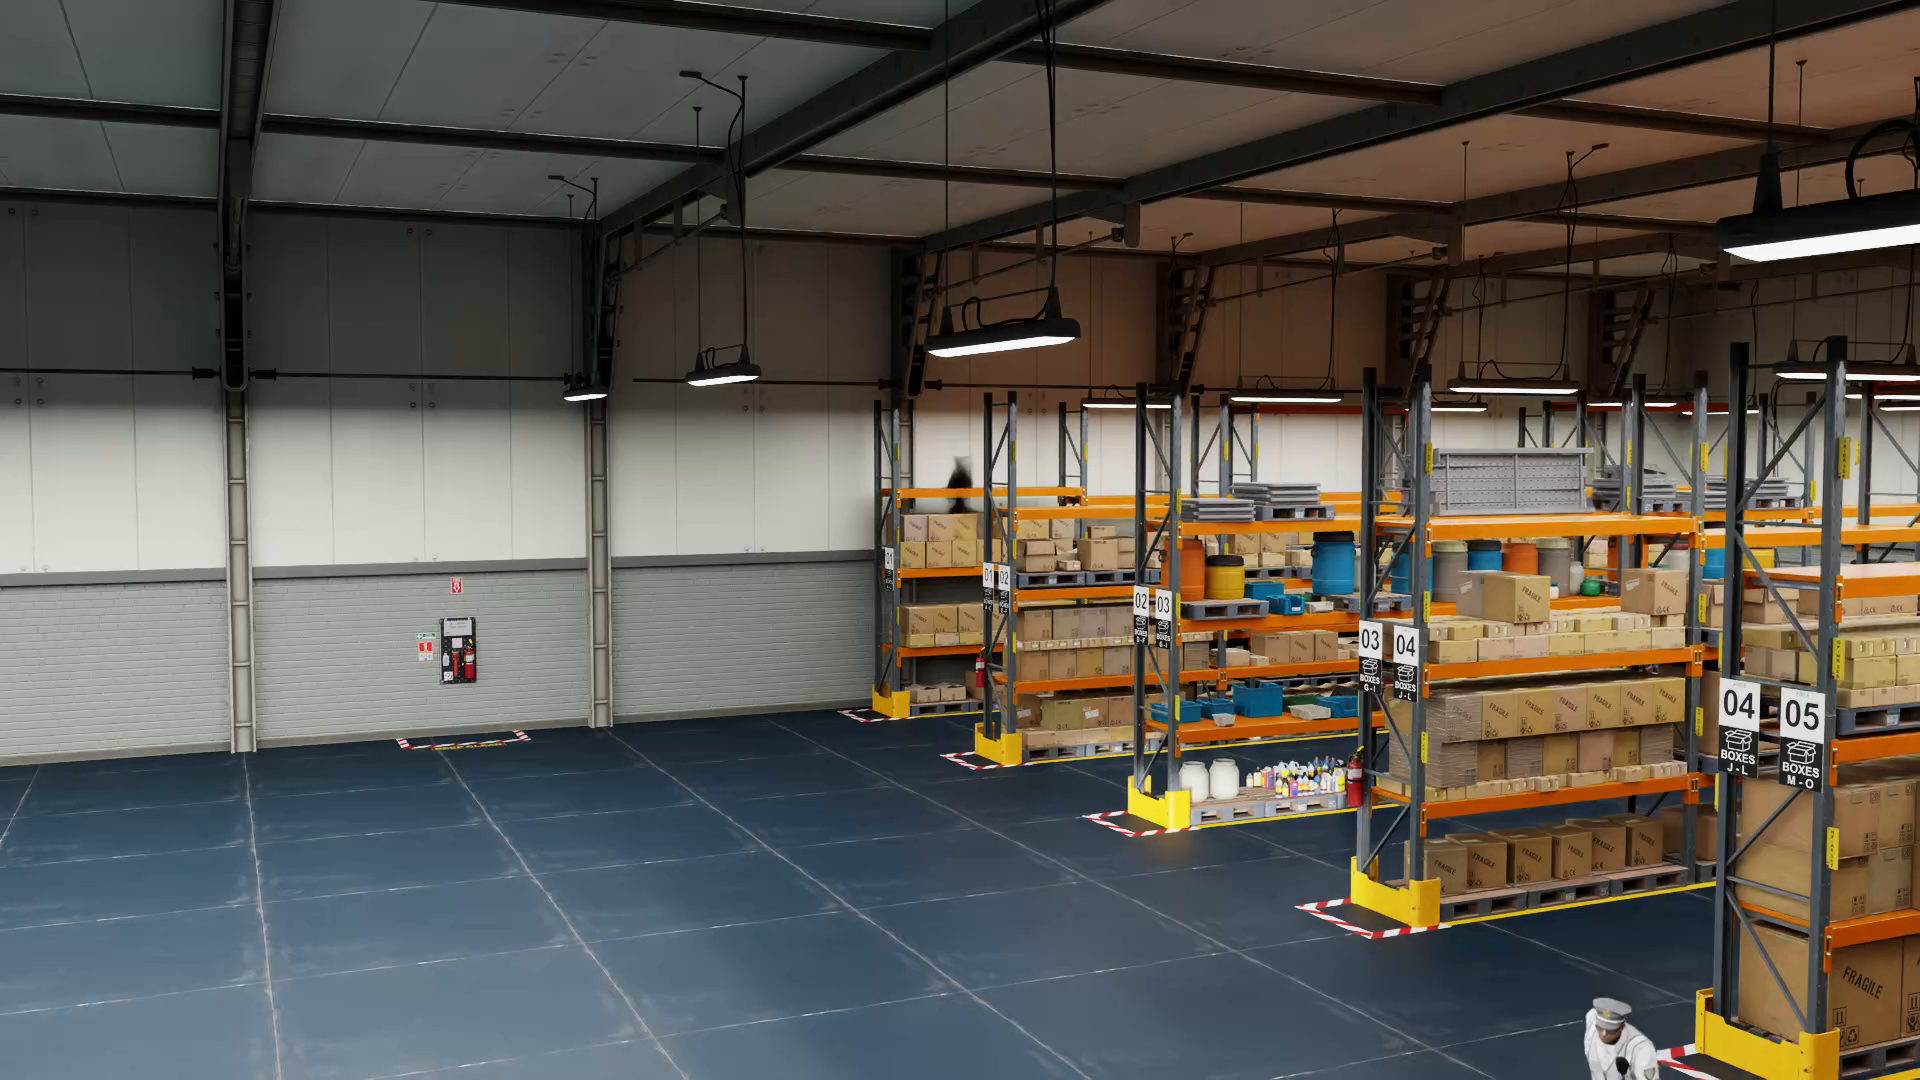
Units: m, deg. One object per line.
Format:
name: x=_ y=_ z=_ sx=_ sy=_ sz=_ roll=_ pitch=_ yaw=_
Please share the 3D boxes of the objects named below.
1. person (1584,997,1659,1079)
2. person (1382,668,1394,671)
person: x=4.416 y=3.750 z=11.142 sx=1.030 sy=1.513 sz=0.646 roll=-3 pitch=5 yaw=-43
person: x=8.882 y=2.333 z=34.022 sx=0.705 sy=1.715 sz=0.659 roll=-3 pitch=5 yaw=-42
